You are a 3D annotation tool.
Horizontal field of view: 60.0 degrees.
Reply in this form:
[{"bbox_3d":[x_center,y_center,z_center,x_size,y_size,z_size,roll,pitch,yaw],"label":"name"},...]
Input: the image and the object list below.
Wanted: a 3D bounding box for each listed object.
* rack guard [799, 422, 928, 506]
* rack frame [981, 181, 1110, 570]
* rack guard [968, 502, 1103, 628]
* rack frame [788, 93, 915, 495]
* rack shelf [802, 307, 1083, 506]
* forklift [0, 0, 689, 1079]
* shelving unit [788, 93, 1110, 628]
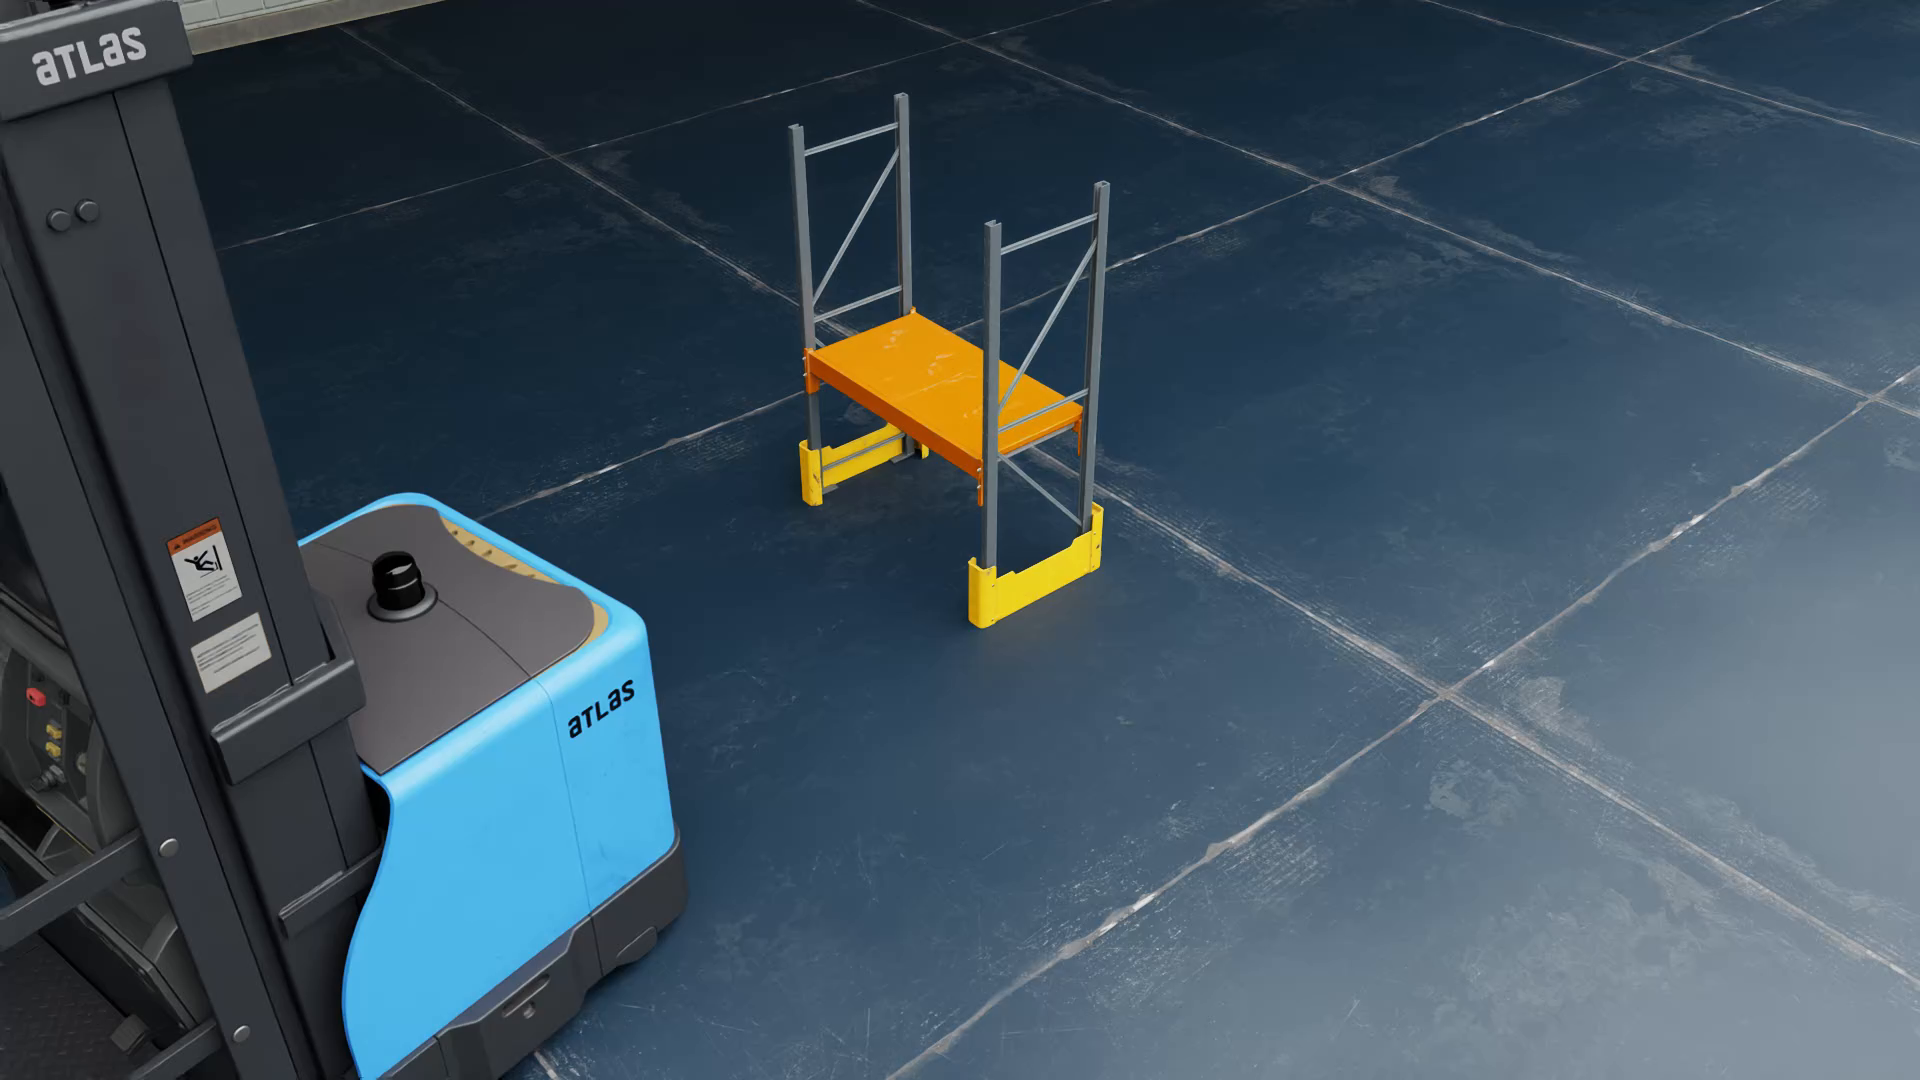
[{"bbox_3d":[-0.371,-0.356,6.536,0.587,0.250,0.087,-26,43,-32],"label":"rack guard"},{"bbox_3d":[0.273,-0.425,5.553,0.500,1.500,0.032,-26,43,-32],"label":"rack frame"},{"bbox_3d":[0.272,0.084,5.915,0.587,0.250,0.087,-26,43,-32],"label":"rack guard"},{"bbox_3d":[-0.383,-0.874,6.187,0.500,1.500,0.032,-26,43,-32],"label":"rack frame"},{"bbox_3d":[-0.055,-0.503,5.974,0.538,0.185,1.000,-26,43,-32],"label":"rack shelf"},{"bbox_3d":[-2.076,0.364,3.200,1.130,2.935,3.031,25,42,30],"label":"forklift"},{"bbox_3d":[-0.049,-0.646,5.864,0.587,1.500,1.083,-26,43,-32],"label":"shelving unit"}]
